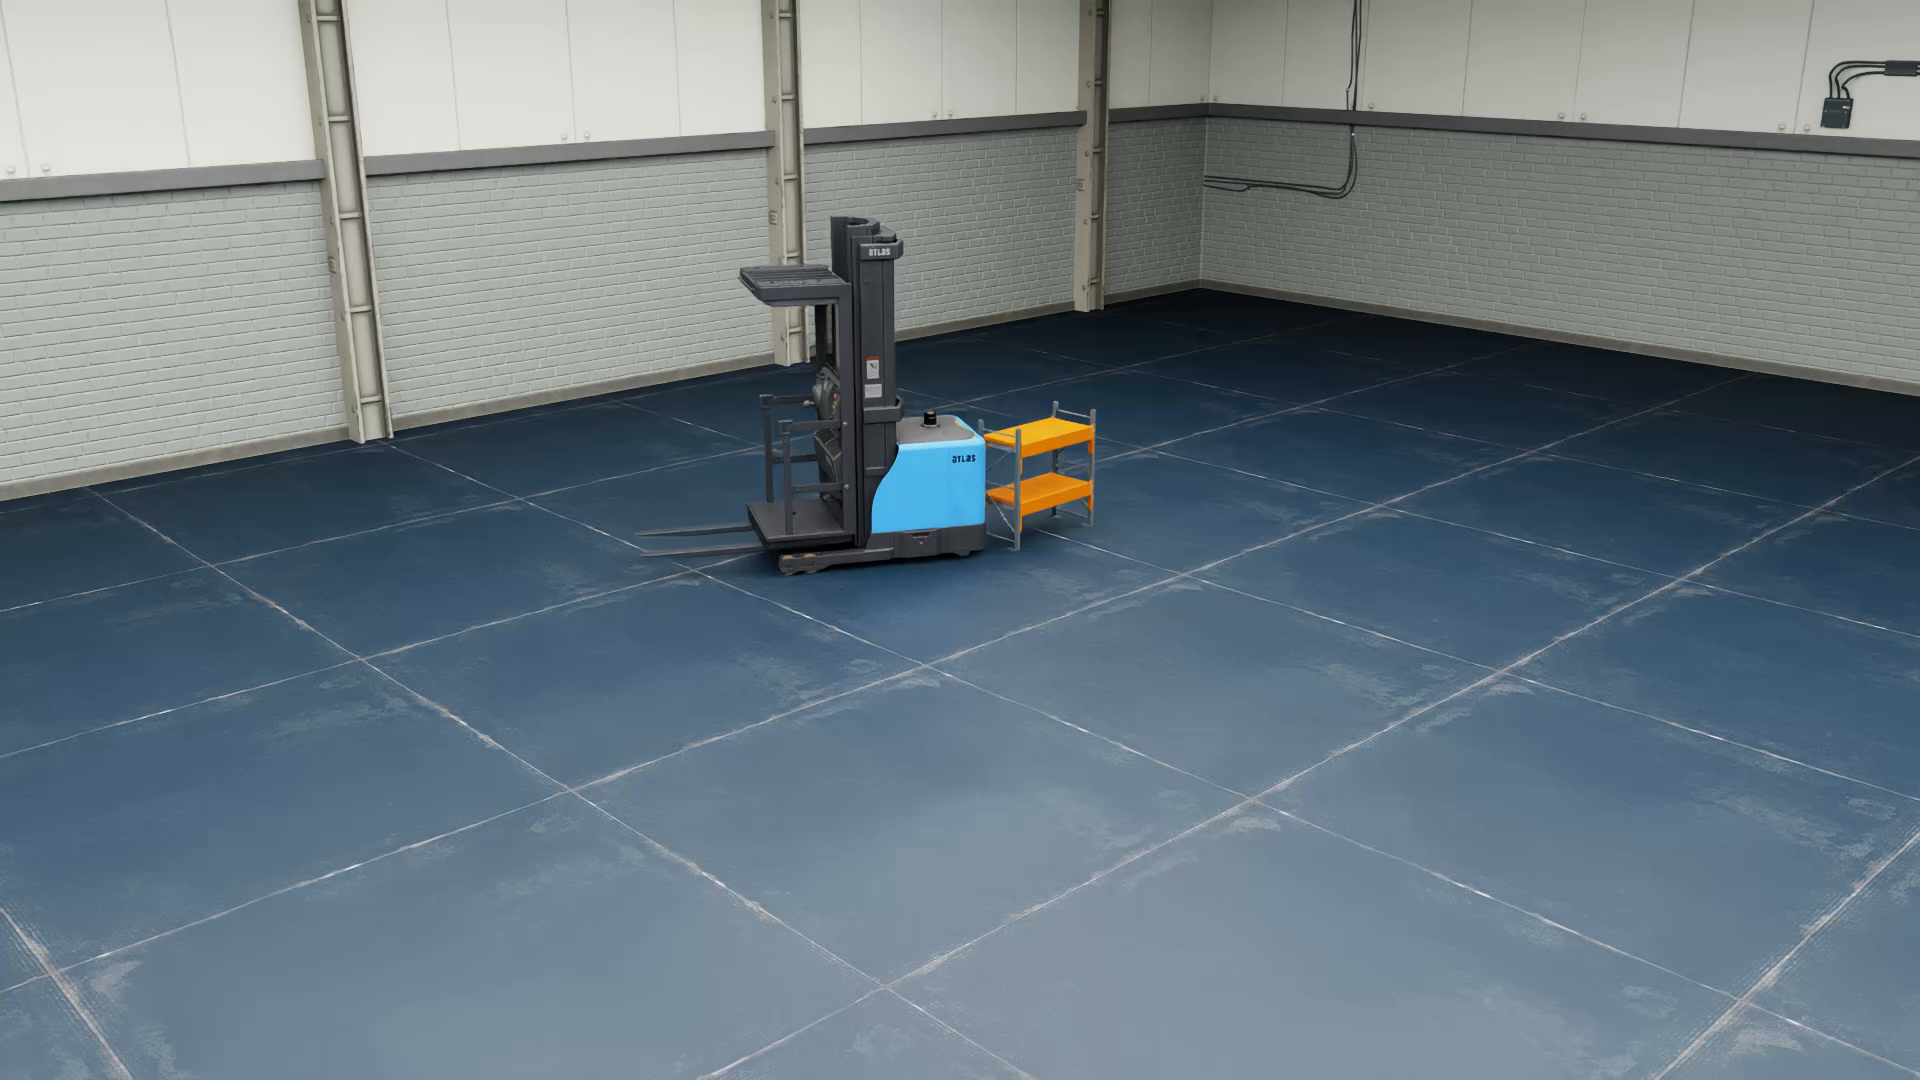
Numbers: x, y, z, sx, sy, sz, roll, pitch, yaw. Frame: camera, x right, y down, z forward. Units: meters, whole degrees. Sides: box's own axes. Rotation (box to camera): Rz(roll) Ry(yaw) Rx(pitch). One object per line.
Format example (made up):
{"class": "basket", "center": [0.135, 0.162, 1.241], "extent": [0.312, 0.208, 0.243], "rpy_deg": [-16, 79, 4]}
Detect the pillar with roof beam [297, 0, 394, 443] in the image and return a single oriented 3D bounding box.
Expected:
{"class": "pillar with roof beam", "center": [-3.702, -4.470, 14.448], "extent": [0.400, 9.000, 9.100], "rpy_deg": [-16, 24, -41]}

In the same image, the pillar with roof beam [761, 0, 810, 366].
{"class": "pillar with roof beam", "center": [0.658, -5.742, 18.369], "extent": [0.400, 9.000, 9.100], "rpy_deg": [-16, 24, -41]}

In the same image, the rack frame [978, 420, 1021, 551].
{"class": "rack frame", "center": [0.350, -0.491, 14.940], "extent": [0.500, 1.125, 0.032], "rpy_deg": [17, 24, 42]}

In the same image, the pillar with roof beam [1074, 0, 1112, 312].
{"class": "pillar with roof beam", "center": [5.017, -7.013, 22.290], "extent": [0.400, 9.000, 9.100], "rpy_deg": [-16, 24, -41]}

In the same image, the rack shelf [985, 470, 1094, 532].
{"class": "rack shelf", "center": [0.706, -0.370, 15.360], "extent": [0.538, 0.278, 1.000], "rpy_deg": [17, 24, 42]}

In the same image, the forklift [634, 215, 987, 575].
{"class": "forklift", "center": [-1.340, -1.272, 14.420], "extent": [3.031, 2.935, 1.130], "rpy_deg": [-5, 19, -15]}

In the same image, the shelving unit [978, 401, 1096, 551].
{"class": "shelving unit", "center": [0.706, -0.603, 15.285], "extent": [0.538, 1.125, 1.048], "rpy_deg": [17, 24, 42]}

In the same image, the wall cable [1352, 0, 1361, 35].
{"class": "wall cable", "center": [6.968, -8.625, 24.107], "extent": [0.112, 2.526, 3.097], "rpy_deg": [-16, 24, -41]}

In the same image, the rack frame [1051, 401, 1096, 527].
{"class": "rack frame", "center": [1.063, -0.714, 15.629], "extent": [0.500, 1.125, 0.032], "rpy_deg": [17, 24, 42]}

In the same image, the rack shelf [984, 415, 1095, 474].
{"class": "rack shelf", "center": [0.706, -0.881, 15.194], "extent": [0.538, 0.278, 1.000], "rpy_deg": [17, 24, 42]}

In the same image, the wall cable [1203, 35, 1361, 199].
{"class": "wall cable", "center": [5.109, -6.829, 26.756], "extent": [0.112, 2.526, 3.097], "rpy_deg": [-16, 24, -41]}

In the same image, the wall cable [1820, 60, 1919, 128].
{"class": "wall cable", "center": [11.620, -7.793, 19.180], "extent": [0.169, 6.003, 2.305], "rpy_deg": [-16, 24, -41]}
